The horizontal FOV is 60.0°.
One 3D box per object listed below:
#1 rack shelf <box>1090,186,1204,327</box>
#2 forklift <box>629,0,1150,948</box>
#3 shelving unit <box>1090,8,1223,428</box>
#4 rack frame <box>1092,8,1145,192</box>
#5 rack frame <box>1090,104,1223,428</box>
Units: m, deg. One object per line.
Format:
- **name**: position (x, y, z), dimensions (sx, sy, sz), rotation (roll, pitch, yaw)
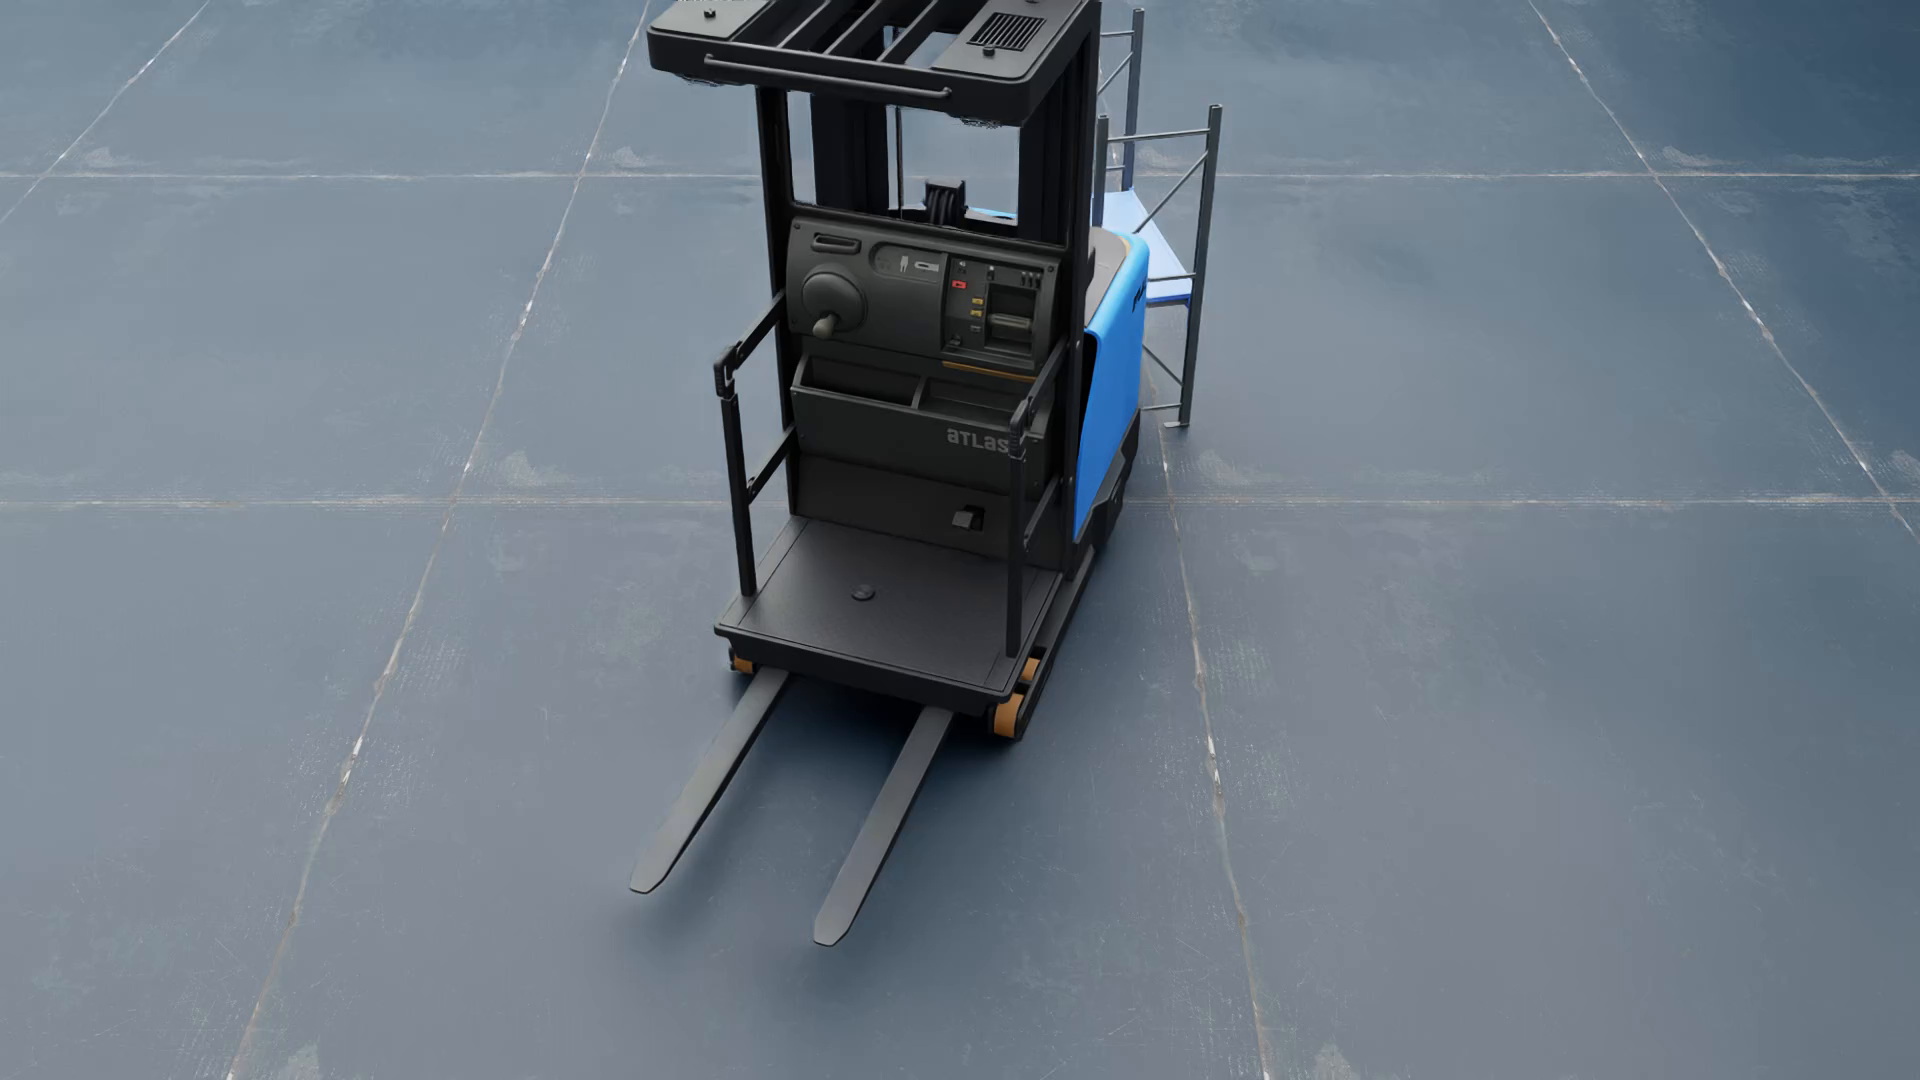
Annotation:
- **rack shelf**: position (0.663, -1.241, 7.387), dimensions (0.538, 0.185, 1.000), rotation (-8, 39, -10)
- **forklift**: position (-0.201, -0.734, 5.322), dimensions (1.130, 2.935, 3.031), rotation (12, 40, 15)
- **shelving unit**: position (0.663, -1.382, 7.275), dimensions (0.538, 1.500, 1.048), rotation (-8, 39, -10)
- **rack frame**: position (0.556, -1.692, 7.662), dimensions (0.500, 1.500, 0.032), rotation (-8, 39, -10)
- **rack frame**: position (0.771, -1.071, 6.887), dimensions (0.500, 1.500, 0.032), rotation (-8, 39, -10)
